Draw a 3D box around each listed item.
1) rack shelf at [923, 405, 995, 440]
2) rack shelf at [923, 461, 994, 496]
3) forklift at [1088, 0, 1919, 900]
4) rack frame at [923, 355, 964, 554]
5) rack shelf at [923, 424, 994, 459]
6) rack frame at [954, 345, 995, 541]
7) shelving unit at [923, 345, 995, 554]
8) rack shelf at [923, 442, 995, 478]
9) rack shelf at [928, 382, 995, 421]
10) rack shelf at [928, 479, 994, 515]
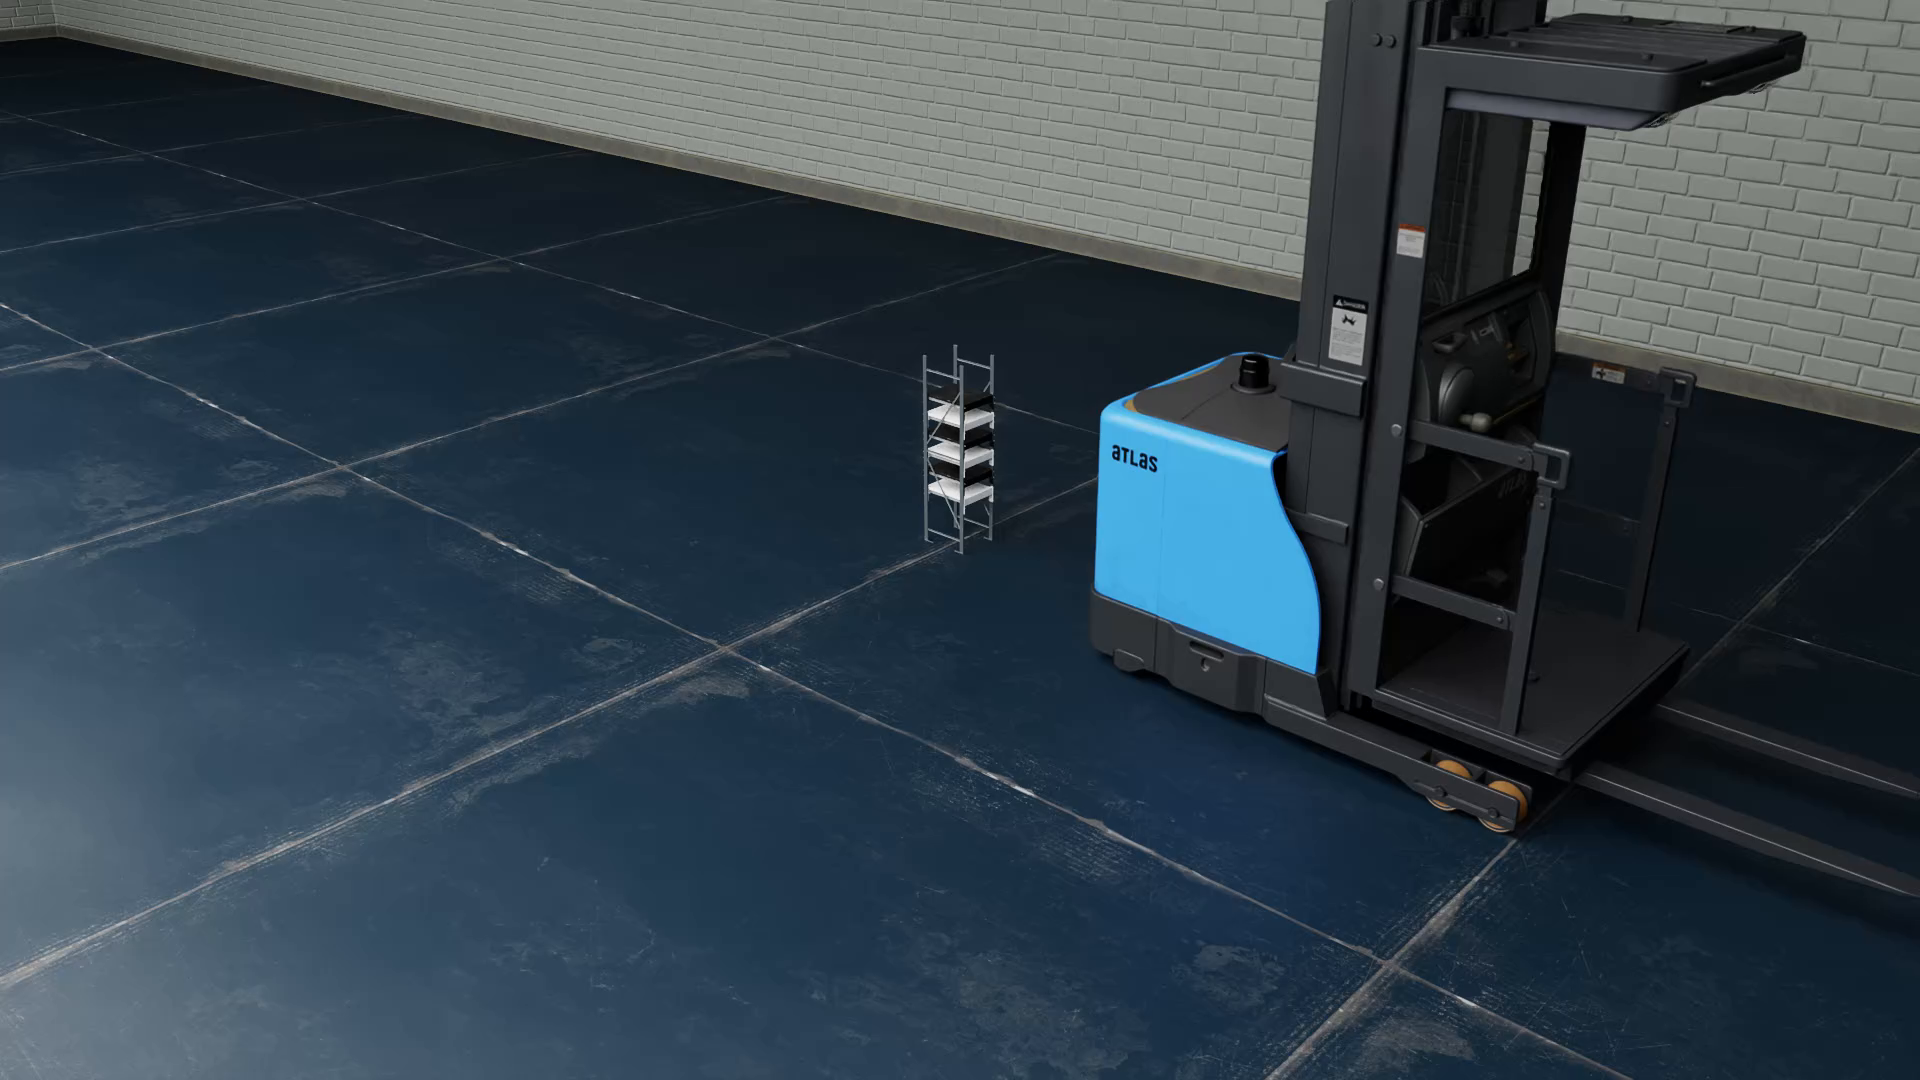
[{"bbox_3d":[-0.005,-0.542,7.500,0.258,0.077,0.200,20,31,38],"label":"rack shelf"},{"bbox_3d":[-0.005,-0.296,7.611,0.258,0.077,0.200,20,31,38],"label":"rack shelf"},{"bbox_3d":[1.942,-0.601,5.509,3.031,2.935,1.130,21,31,38],"label":"forklift"},{"bbox_3d":[-0.073,-0.377,7.491,0.240,0.900,0.006,20,31,38],"label":"rack frame"},{"bbox_3d":[-0.005,-0.460,7.537,0.258,0.077,0.200,20,31,38],"label":"rack shelf"},{"bbox_3d":[0.062,-0.439,7.629,0.240,0.900,0.006,20,31,38],"label":"rack frame"},{"bbox_3d":[-0.005,-0.408,7.560,0.258,0.900,0.210,20,31,38],"label":"shelving unit"},{"bbox_3d":[-0.005,-0.378,7.574,0.258,0.077,0.200,20,31,38],"label":"rack shelf"},{"bbox_3d":[-0.005,-0.624,7.464,0.258,0.077,0.200,20,31,38],"label":"rack shelf"},{"bbox_3d":[-0.005,-0.213,7.648,0.258,0.077,0.200,20,31,38],"label":"rack shelf"}]
